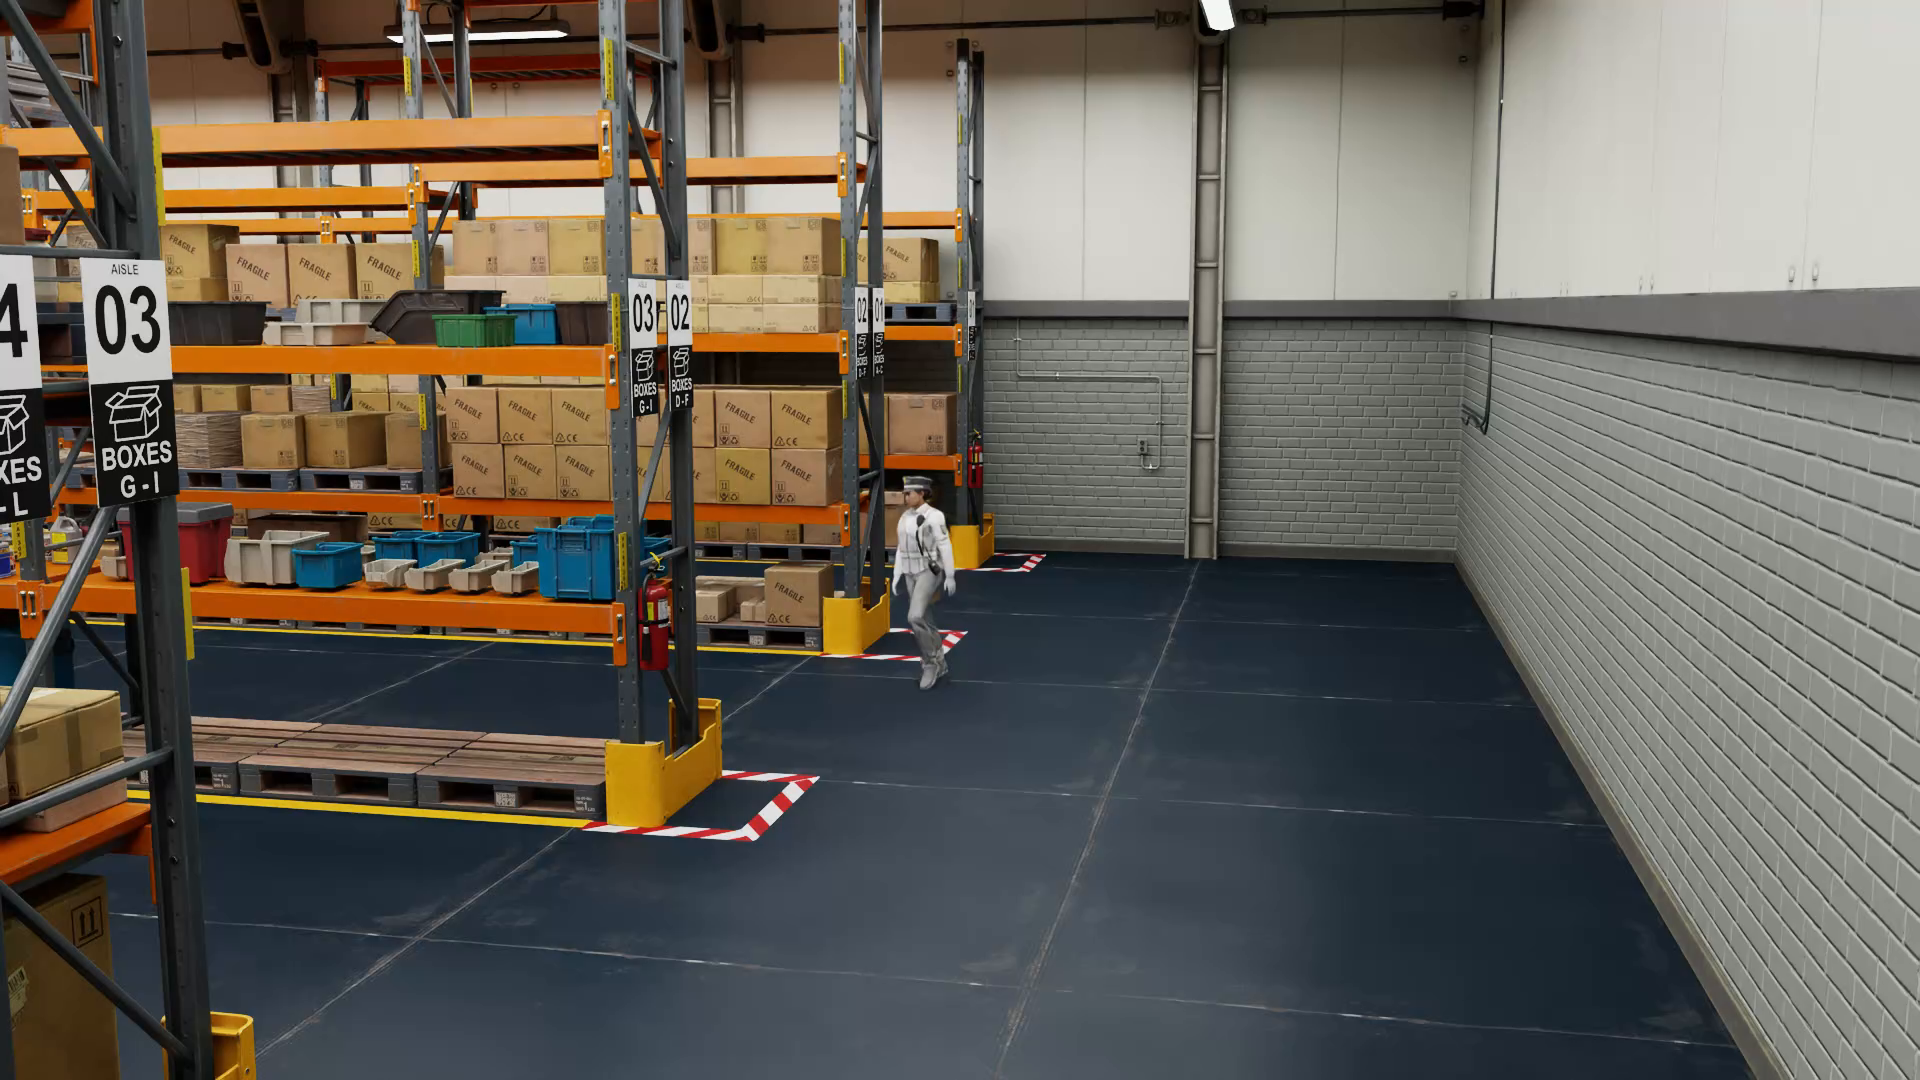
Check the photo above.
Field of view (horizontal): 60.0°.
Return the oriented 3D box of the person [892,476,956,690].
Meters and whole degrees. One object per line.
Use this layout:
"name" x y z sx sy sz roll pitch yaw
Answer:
"person" -0.315 0.333 13.479 0.468 1.697 0.544 -7 11 -43
